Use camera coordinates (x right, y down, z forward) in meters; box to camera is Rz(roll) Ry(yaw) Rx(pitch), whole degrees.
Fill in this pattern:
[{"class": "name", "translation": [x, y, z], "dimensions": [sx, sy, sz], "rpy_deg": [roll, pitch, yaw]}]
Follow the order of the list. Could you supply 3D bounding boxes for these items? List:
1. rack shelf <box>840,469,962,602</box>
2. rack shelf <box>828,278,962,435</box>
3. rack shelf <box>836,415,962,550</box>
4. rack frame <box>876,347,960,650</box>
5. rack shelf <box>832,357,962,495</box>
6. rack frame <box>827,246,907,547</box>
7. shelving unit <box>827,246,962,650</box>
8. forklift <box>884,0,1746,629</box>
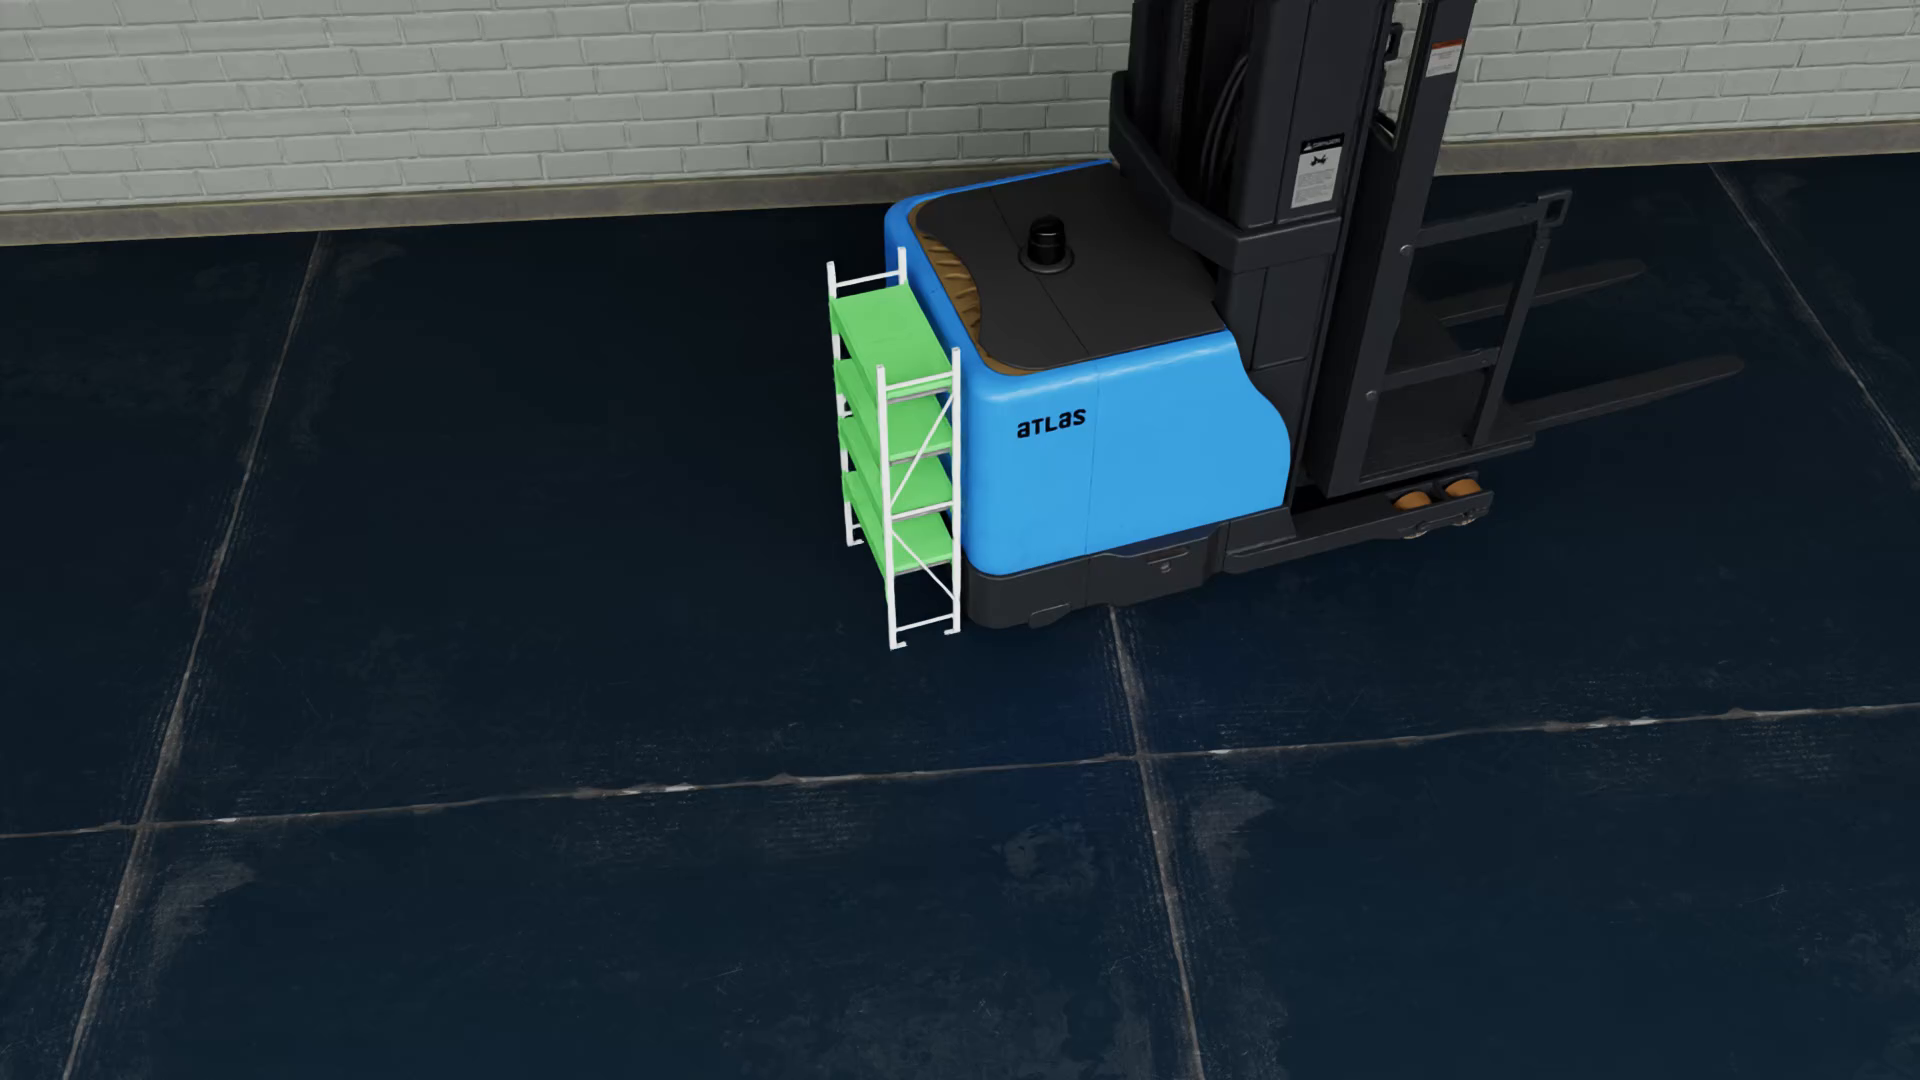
[{"class": "rack shelf", "translation": [-0.195, -0.047, 5.387], "dimensions": [0.258, 0.148, 0.480], "rpy_deg": [-14, 48, -13]}, {"class": "rack shelf", "translation": [-0.195, -0.542, 4.864], "dimensions": [0.258, 0.148, 0.480], "rpy_deg": [-14, 48, -13]}, {"class": "rack shelf", "translation": [-0.195, -0.212, 5.212], "dimensions": [0.258, 0.148, 0.480], "rpy_deg": [-14, 48, -13]}, {"class": "rack frame", "translation": [-0.114, -0.089, 5.008], "dimensions": [0.240, 1.200, 0.015], "rpy_deg": [-14, 48, -13]}, {"class": "rack shelf", "translation": [-0.195, -0.377, 5.038], "dimensions": [0.258, 0.148, 0.480], "rpy_deg": [-14, 48, -13]}, {"class": "rack frame", "translation": [-0.275, -0.423, 5.324], "dimensions": [0.240, 1.200, 0.015], "rpy_deg": [-14, 48, -13]}, {"class": "shelving unit", "translation": [-0.195, -0.256, 5.166], "dimensions": [0.258, 1.200, 0.503], "rpy_deg": [-14, 48, -13]}, {"class": "forklift", "translation": [1.318, -1.364, 5.023], "dimensions": [3.031, 2.935, 1.130], "rpy_deg": [-14, 48, -13]}]
